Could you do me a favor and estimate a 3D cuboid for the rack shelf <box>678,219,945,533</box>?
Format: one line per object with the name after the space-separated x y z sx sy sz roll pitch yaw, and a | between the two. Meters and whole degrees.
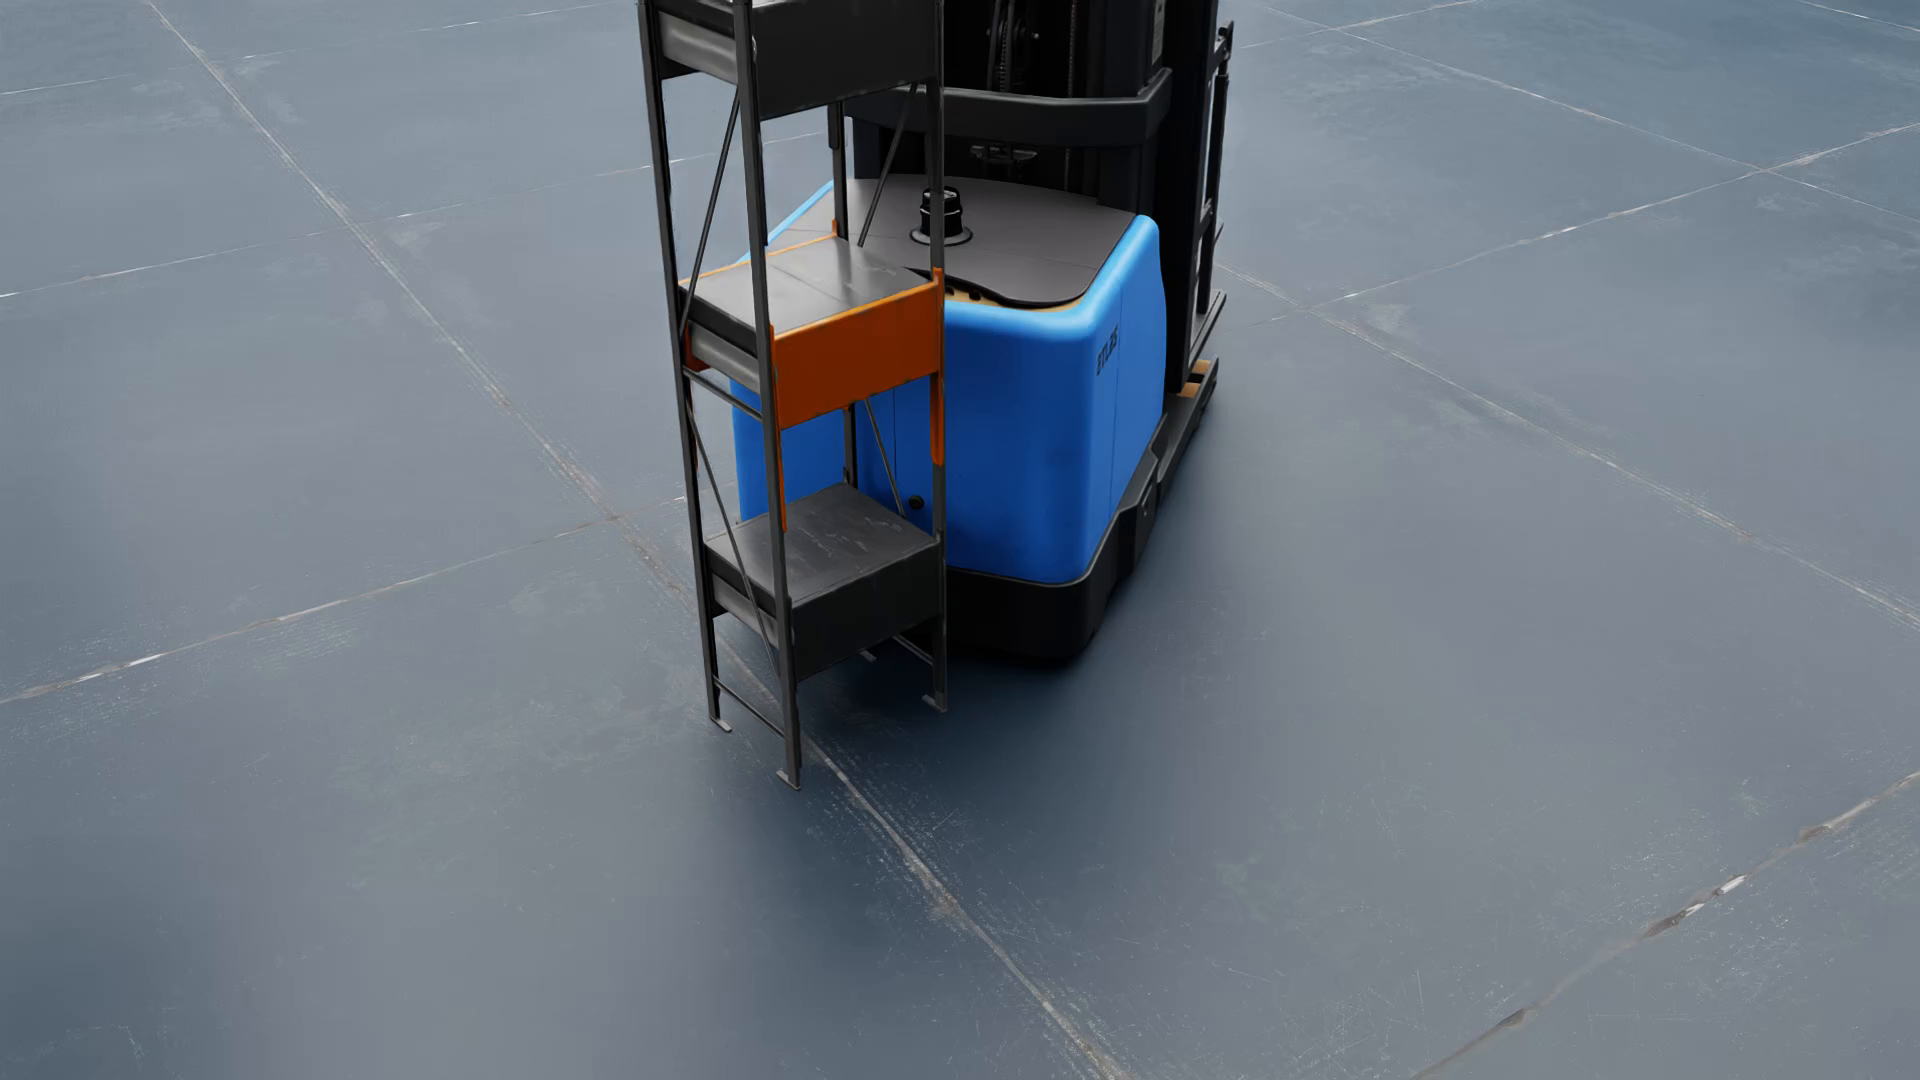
-0.356 -0.402 3.944 0.480 0.518 0.431 -25 40 -33 | rack shelf

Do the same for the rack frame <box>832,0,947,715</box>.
-0.170 -0.498 4.071 0.015 2.100 0.400 -25 40 -33 | rack frame

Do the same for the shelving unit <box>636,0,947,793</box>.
-0.356 -0.413 3.937 0.503 2.100 0.431 -25 40 -33 | shelving unit

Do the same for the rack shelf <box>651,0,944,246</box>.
-0.356 -0.994 3.571 0.480 0.518 0.431 -25 40 -33 | rack shelf

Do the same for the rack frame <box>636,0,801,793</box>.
-0.541 -0.328 3.803 0.015 2.100 0.400 -25 40 -33 | rack frame

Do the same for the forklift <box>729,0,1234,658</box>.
0.301 -1.691 5.183 1.130 2.935 3.031 10 34 15 | forklift

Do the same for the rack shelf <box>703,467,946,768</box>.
-0.356 0.190 4.318 0.480 0.518 0.431 -25 40 -33 | rack shelf
